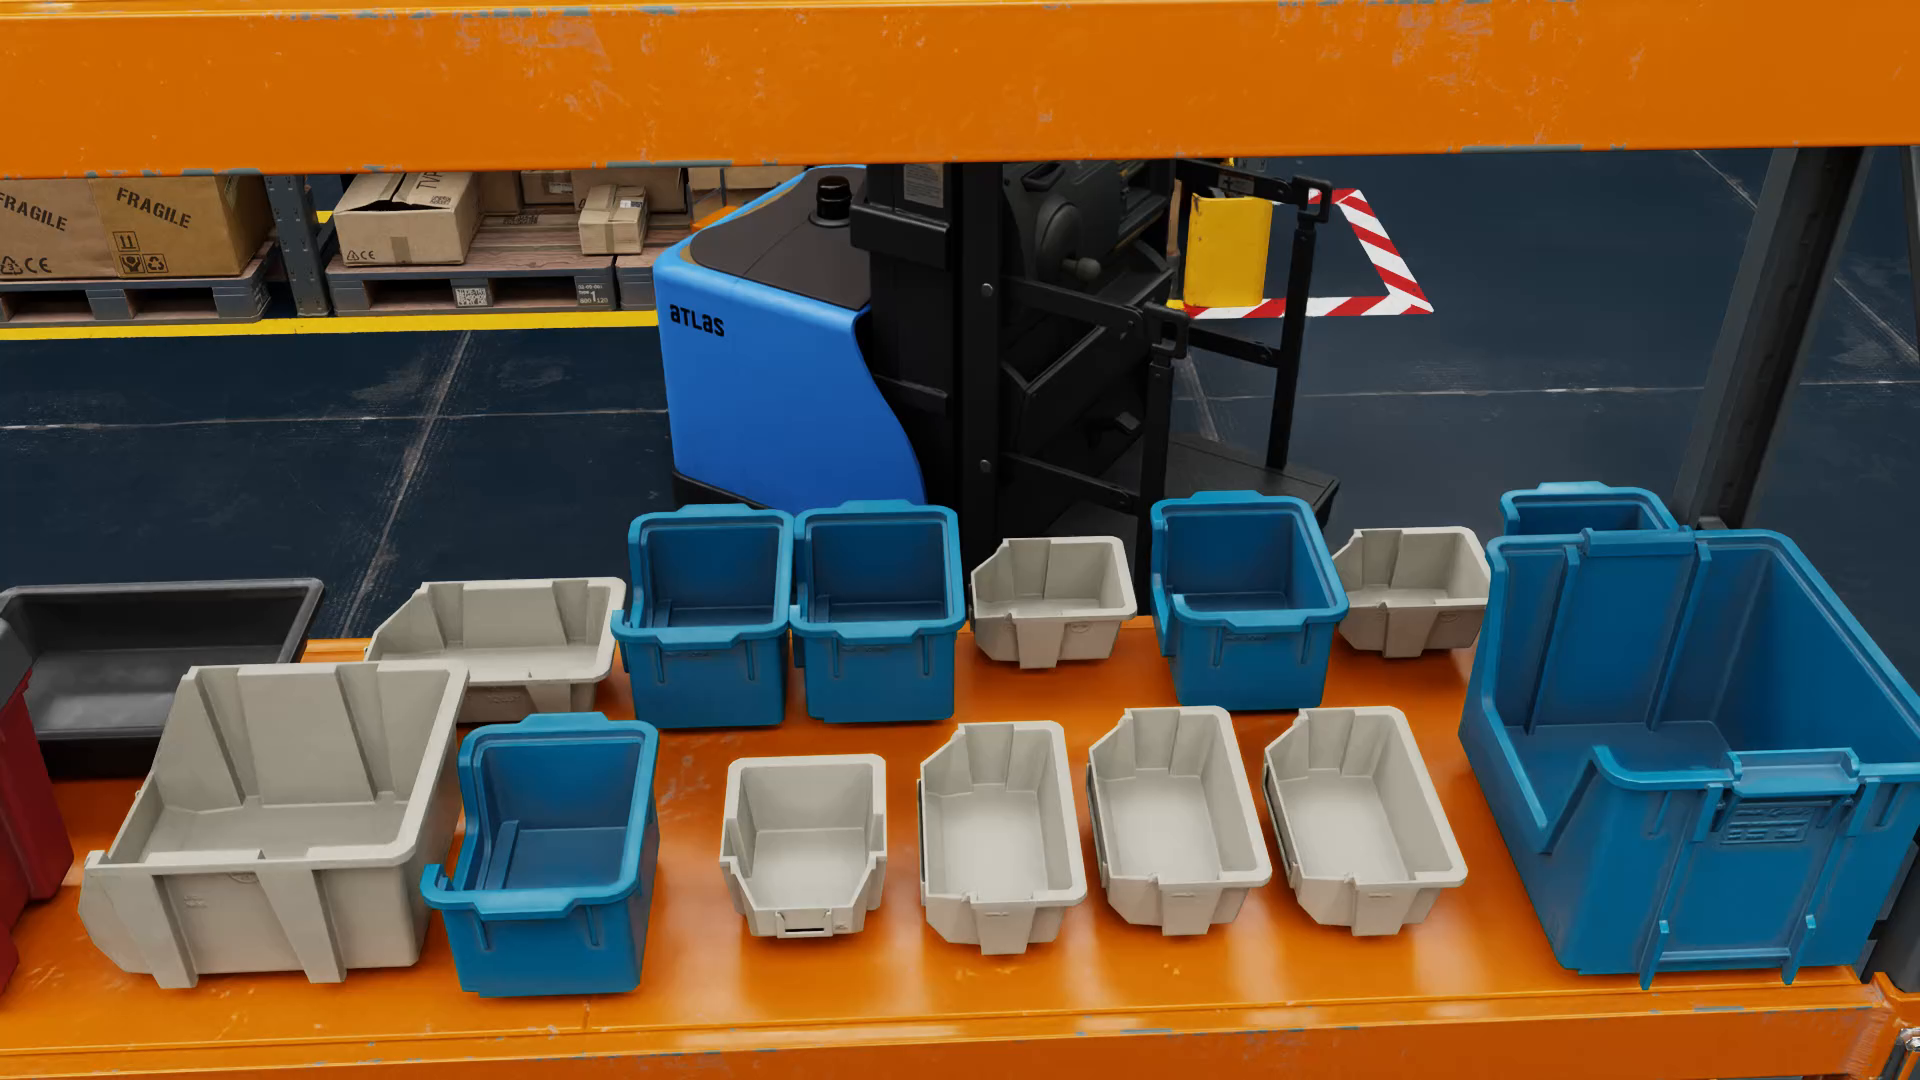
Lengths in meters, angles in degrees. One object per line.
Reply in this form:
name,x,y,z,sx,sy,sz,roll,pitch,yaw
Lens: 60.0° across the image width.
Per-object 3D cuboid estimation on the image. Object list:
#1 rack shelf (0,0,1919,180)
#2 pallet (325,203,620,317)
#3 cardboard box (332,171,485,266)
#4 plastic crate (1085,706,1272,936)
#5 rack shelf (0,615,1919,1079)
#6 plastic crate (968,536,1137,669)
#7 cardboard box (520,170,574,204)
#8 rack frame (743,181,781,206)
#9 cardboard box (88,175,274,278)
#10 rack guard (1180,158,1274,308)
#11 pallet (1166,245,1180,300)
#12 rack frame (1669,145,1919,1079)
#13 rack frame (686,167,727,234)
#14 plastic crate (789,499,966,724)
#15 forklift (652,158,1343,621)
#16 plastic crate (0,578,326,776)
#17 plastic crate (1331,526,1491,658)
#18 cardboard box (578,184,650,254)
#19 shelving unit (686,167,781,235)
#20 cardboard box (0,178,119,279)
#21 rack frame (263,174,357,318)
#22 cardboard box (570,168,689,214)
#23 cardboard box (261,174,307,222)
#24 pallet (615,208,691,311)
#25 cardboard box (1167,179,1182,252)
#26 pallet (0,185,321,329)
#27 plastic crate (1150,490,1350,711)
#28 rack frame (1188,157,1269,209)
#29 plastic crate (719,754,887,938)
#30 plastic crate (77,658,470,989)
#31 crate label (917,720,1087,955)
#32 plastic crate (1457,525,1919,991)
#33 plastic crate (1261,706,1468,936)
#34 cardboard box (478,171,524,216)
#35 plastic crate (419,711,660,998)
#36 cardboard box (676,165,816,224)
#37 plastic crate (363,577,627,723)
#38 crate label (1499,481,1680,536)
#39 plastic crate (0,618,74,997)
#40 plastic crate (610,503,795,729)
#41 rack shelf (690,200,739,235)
rack shelf,-0.568,-0.644,2.041,4.000,0.370,1.077,-2,35,-2
pallet,-2.110,-1.340,7.501,1.213,0.211,1.003,-2,35,-2
cardboard box,-2.367,-1.432,7.160,0.500,0.311,0.500,-2,35,-2
plastic crate,0.334,0.448,2.646,0.243,0.136,0.396,-2,35,-2
rack shelf,-0.568,0.589,2.895,4.000,0.370,1.077,-2,35,-2
plastic crate,0.166,0.123,3.116,0.298,0.136,0.250,-2,35,-2
cardboard box,-1.869,-1.698,7.686,0.250,0.149,0.380,-2,35,-2
rack frame,-0.667,-0.744,5.903,0.008,1.050,0.200,19,39,25
cardboard box,-3.276,-1.445,7.013,0.500,0.500,0.500,-2,35,-2
rack guard,1.123,-1.546,7.545,0.348,0.500,1.175,-2,35,-2
pallet,0.327,-1.406,7.596,1.213,0.211,1.003,-2,35,-2
rack frame,1.430,0.239,2.768,0.127,3.000,1.000,-2,35,-2
rack frame,-0.875,-0.817,6.008,0.008,1.050,0.200,19,39,25
plastic crate,-0.147,0.139,3.008,0.300,0.233,0.416,-2,35,-2
forklift,0.554,-0.990,4.605,3.031,2.935,1.130,19,39,25
plastic crate,-1.460,0.253,2.938,0.590,0.125,0.437,-2,35,-2
plastic crate,0.844,0.104,3.142,0.298,0.136,0.250,-2,35,-2
cardboard box,-1.503,-1.402,7.243,0.250,0.166,0.380,-2,35,-2
shelving unit,-0.771,-0.781,5.956,0.252,1.050,0.215,19,39,25
cardboard box,-3.770,-1.437,7.000,0.500,0.500,0.500,-1,35,-2
rack frame,-2.796,-2.469,6.681,0.127,3.000,1.000,-2,35,-2
cardboard box,-1.491,-1.741,7.605,0.500,0.311,0.500,-2,35,-2
cardboard box,-3.291,-1.747,7.449,0.500,0.500,0.500,-3,35,-4
pallet,-0.889,-1.374,7.551,1.213,0.211,1.003,-2,35,-2
cardboard box,0.668,-1.575,7.200,0.500,0.500,0.500,-2,35,-2
pallet,-3.607,-1.278,7.412,1.213,0.211,1.003,-2,35,-2
plastic crate,0.510,0.121,3.034,0.300,0.233,0.416,-2,35,-2
rack frame,1.199,-2.576,6.837,0.127,3.000,1.000,-2,35,-2
plastic crate,-0.238,0.488,2.589,0.250,0.136,0.298,-2,35,-2
plastic crate,-1.031,0.435,2.537,0.530,0.282,0.437,-2,35,-2
crate label,0.057,0.469,2.615,0.243,0.136,0.396,-2,35,-2
plastic crate,1.104,0.315,2.575,0.499,0.435,0.616,-2,35,-2
plastic crate,0.624,0.448,2.646,0.243,0.136,0.396,-2,35,-2
cardboard box,-2.241,-1.798,7.522,0.500,0.500,0.500,-2,35,-2
plastic crate,-0.609,0.485,2.508,0.300,0.233,0.416,-2,35,-2
cardboard box,-0.920,-1.677,7.344,0.637,0.503,0.797,-2,35,-2
plastic crate,-0.840,0.213,2.985,0.466,0.136,0.293,-2,35,-2
crate label,1.168,0.103,3.060,0.303,0.233,0.416,-2,35,-2
plastic crate,-1.662,0.415,2.406,0.583,0.464,0.402,-2,35,-2
plastic crate,-0.447,0.147,2.997,0.300,0.233,0.416,-2,35,-2
rack shelf,-0.771,-1.005,5.800,0.240,0.259,0.215,19,39,25
